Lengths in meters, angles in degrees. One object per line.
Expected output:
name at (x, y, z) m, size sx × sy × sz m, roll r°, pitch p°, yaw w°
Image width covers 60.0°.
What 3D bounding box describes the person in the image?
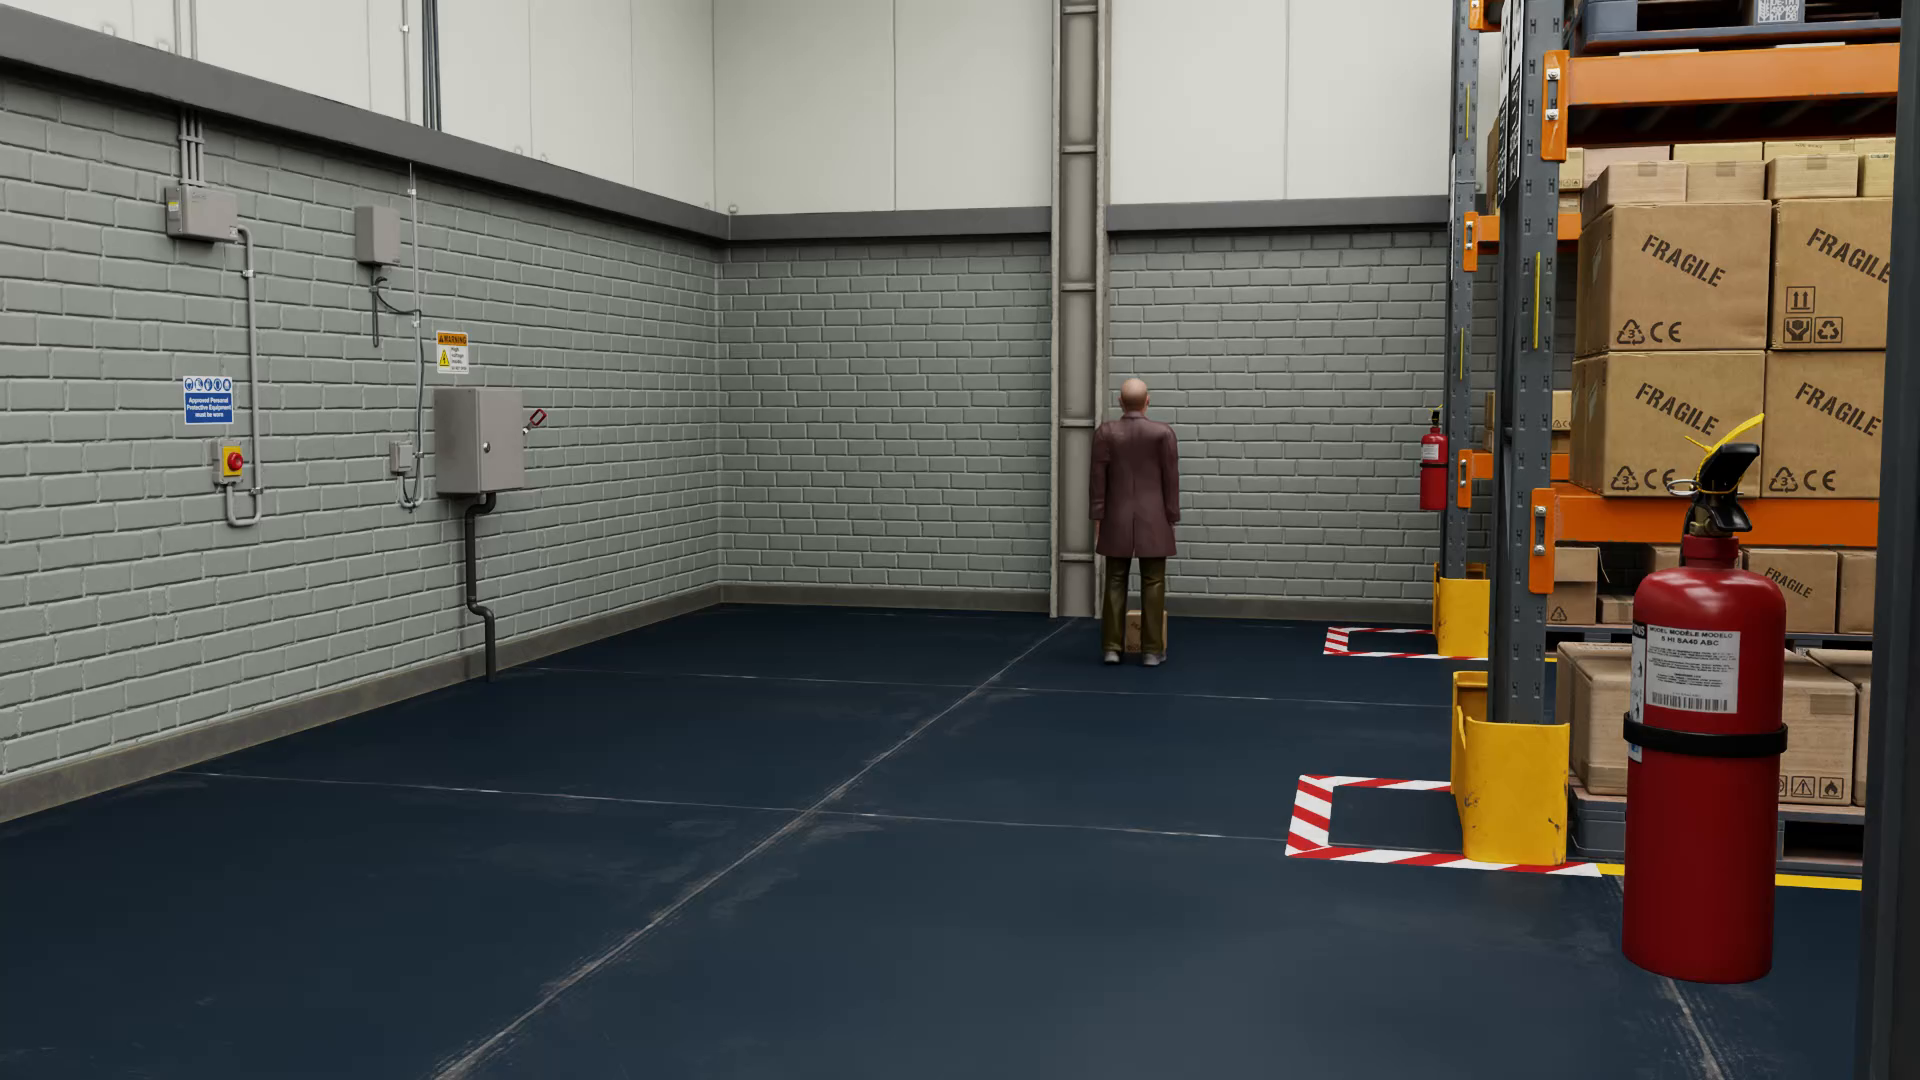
person at (1.091, -0.102, 10.378) m, size 0.571 × 1.807 × 0.381 m, roll 1°, pitch 5°, yaw 14°
